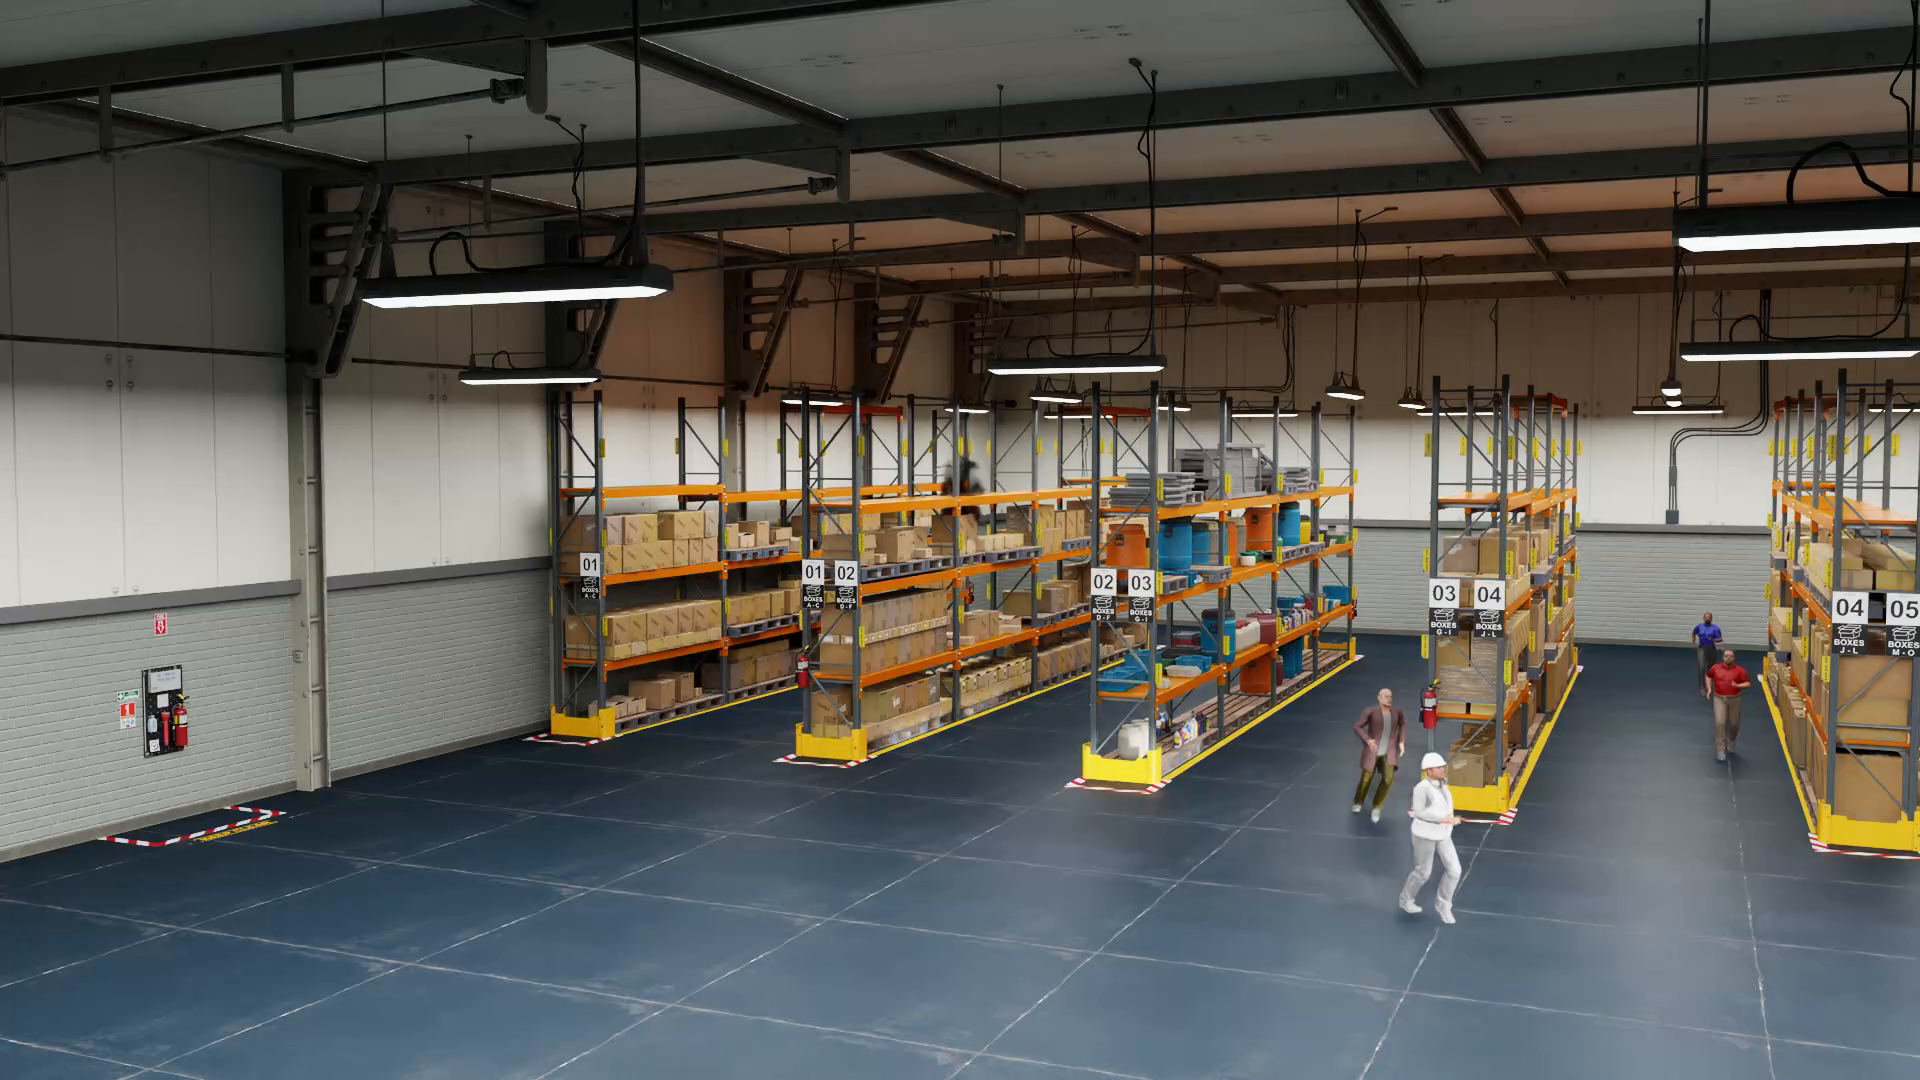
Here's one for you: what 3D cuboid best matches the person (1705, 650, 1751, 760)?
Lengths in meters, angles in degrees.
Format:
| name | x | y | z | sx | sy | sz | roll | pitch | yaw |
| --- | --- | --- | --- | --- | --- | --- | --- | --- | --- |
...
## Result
| name | x | y | z | sx | sy | sz | roll | pitch | yaw |
| --- | --- | --- | --- | --- | --- | --- | --- | --- | --- |
| person | 12.419 | 2.632 | 26.910 | 0.661 | 1.719 | 0.984 | 1 | 3 | 23 |

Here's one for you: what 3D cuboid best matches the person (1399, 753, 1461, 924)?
| name | x | y | z | sx | sy | sz | roll | pitch | yaw |
| --- | --- | --- | --- | --- | --- | --- | --- | --- | --- |
| person | 5.006 | 3.164 | 17.580 | 0.675 | 1.850 | 0.748 | -2 | 4 | -37 |

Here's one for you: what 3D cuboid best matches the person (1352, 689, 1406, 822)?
| name | x | y | z | sx | sy | sz | roll | pitch | yaw |
| --- | --- | --- | --- | --- | --- | --- | --- | --- | --- |
| person | 5.695 | 2.899 | 22.497 | 0.770 | 1.786 | 0.725 | 0 | 3 | 1 |

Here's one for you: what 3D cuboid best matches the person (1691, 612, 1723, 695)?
| name | x | y | z | sx | sy | sz | roll | pitch | yaw |
| --- | --- | --- | --- | --- | --- | --- | --- | --- | --- |
| person | 15.179 | 2.287 | 33.808 | 0.571 | 1.645 | 0.921 | 1 | 3 | 23 |
